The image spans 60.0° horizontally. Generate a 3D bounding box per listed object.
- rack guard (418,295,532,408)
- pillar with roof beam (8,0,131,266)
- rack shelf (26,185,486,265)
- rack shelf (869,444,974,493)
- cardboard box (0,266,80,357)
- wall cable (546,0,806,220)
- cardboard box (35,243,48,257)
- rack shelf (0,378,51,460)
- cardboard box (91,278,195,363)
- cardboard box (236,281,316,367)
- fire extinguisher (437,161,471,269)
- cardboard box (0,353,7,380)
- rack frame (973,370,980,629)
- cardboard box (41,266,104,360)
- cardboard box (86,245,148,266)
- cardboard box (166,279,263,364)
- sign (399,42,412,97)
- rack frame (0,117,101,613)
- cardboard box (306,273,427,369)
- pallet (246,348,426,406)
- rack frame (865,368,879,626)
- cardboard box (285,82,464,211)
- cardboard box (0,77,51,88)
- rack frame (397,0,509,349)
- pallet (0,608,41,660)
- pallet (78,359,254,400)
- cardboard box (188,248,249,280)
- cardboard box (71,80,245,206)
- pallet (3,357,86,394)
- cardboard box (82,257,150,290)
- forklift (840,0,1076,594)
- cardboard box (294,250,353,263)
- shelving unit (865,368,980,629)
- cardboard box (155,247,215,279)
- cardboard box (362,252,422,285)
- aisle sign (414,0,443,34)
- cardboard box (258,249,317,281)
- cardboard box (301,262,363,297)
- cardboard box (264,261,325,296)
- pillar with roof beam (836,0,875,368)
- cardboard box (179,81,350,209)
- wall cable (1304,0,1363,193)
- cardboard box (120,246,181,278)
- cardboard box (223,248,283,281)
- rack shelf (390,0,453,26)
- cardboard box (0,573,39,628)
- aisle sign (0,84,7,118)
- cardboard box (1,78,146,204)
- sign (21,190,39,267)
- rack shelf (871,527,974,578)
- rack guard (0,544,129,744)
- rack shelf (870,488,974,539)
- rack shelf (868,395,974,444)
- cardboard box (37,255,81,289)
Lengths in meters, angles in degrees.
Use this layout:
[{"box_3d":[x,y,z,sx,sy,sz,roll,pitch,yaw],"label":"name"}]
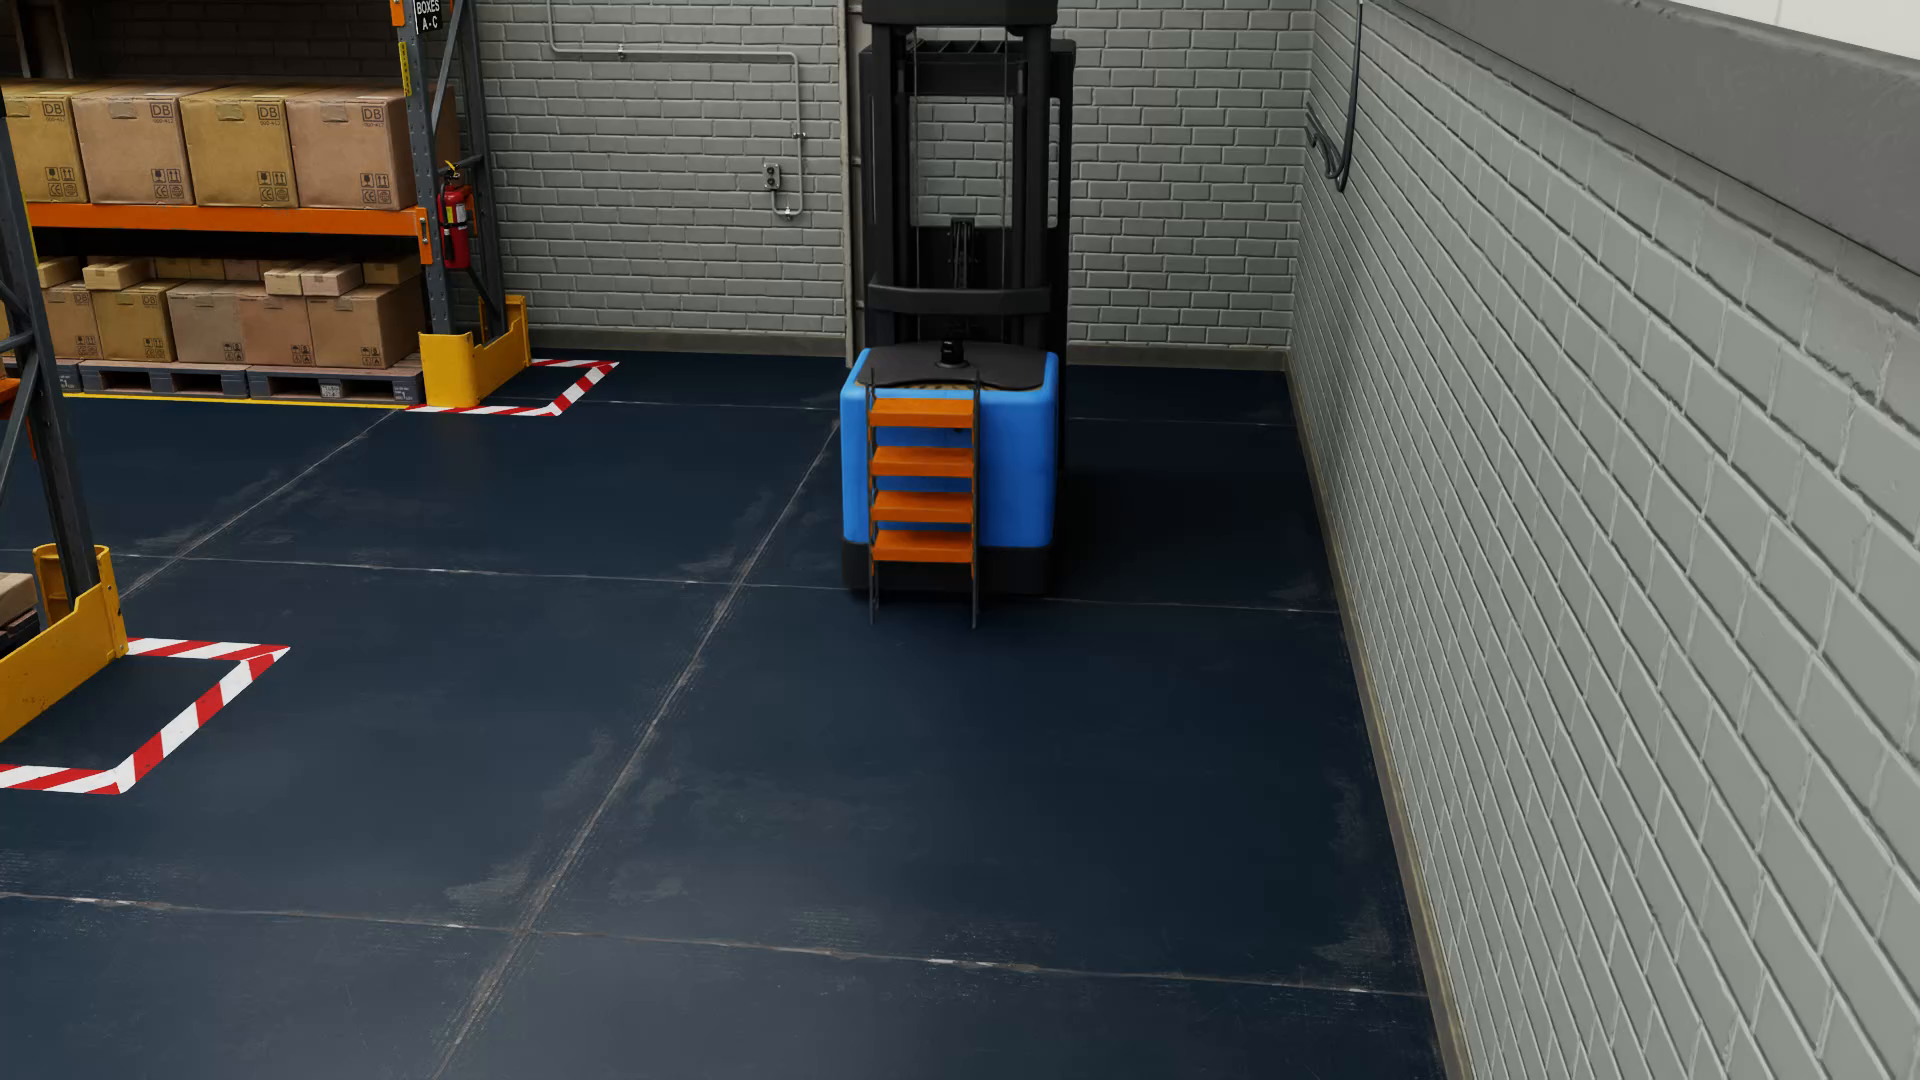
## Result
[{"box_3d":[-3.377,-1.338,11.643,0.348,0.500,1.175,2,22,6],"label":"rack guard"},{"box_3d":[-7.082,-4.178,7.268,0.400,9.000,9.100,2,22,6],"label":"pillar with roof beam"},{"box_3d":[-5.387,-2.253,11.537,4.000,0.370,1.077,2,22,6],"label":"rack shelf"},{"box_3d":[-0.167,-0.335,7.727,0.480,0.148,0.258,1,21,4],"label":"rack shelf"},{"box_3d":[-6.642,-1.637,11.830,0.500,0.500,0.700,3,22,7],"label":"cardboard box"},{"box_3d":[-2.018,-3.264,11.733,1.851,1.984,0.084,2,22,6],"label":"wall cable"},{"box_3d":[-6.763,-2.018,11.910,0.250,0.149,0.380,2,22,6],"label":"cardboard box"},{"box_3d":[-5.966,-0.444,6.962,4.000,0.370,1.077,2,22,6],"label":"rack shelf"},{"box_3d":[-5.634,-1.591,11.714,0.500,0.500,0.700,3,22,8],"label":"cardboard box"},{"box_3d":[-4.604,-1.549,11.608,0.500,0.500,0.700,2,22,6],"label":"cardboard box"},{"box_3d":[-3.305,-2.117,10.826,0.183,0.674,0.296,2,22,6],"label":"fire extinguisher"},{"box_3d":[-4.389,-0.854,6.885,0.500,0.500,0.500,3,22,7],"label":"cardboard box"},{"box_3d":[0.076,-0.183,7.768,0.015,1.200,0.240,1,21,4],"label":"rack frame"},{"box_3d":[-6.144,-1.614,11.772,0.500,0.500,0.700,2,22,6],"label":"cardboard box"},{"box_3d":[-5.977,-1.984,11.826,0.250,0.149,0.380,2,22,5],"label":"cardboard box"},{"box_3d":[-5.104,-1.571,11.662,0.500,0.500,0.700,2,22,5],"label":"cardboard box"},{"box_3d":[-3.478,-2.952,10.430,0.005,0.325,0.100,2,22,6],"label":"sign"},{"box_3d":[-3.980,-0.692,6.611,0.127,3.000,1.000,2,22,6],"label":"rack frame"},{"box_3d":[-4.107,-1.528,11.553,0.500,0.500,0.700,2,22,6],"label":"cardboard box"},{"box_3d":[-4.204,-1.210,11.714,1.213,0.211,1.003,2,22,6],"label":"pallet"},{"box_3d":[-0.411,-0.195,7.800,0.015,1.200,0.240,1,21,4],"label":"rack frame"},{"box_3d":[-3.908,-2.659,11.178,0.700,0.700,0.980,3,22,9],"label":"cardboard box"},{"box_3d":[-6.836,-2.784,11.495,0.700,0.700,0.980,3,22,7],"label":"cardboard box"},{"box_3d":[-3.400,-2.501,11.186,0.127,3.000,1.000,2,22,6],"label":"rack frame"},{"box_3d":[-4.847,0.567,7.219,1.213,0.211,1.003,2,22,6],"label":"pallet"},{"box_3d":[-5.412,-1.264,11.850,1.213,0.211,1.003,2,22,6],"label":"pallet"},{"box_3d":[-5.219,-1.951,11.742,0.250,0.149,0.380,3,22,7],"label":"cardboard box"},{"box_3d":[-5.388,-2.723,11.339,0.700,0.700,0.980,1,22,4],"label":"cardboard box"},{"box_3d":[-6.627,-1.316,11.981,1.213,0.211,1.003,2,22,6],"label":"pallet"},{"box_3d":[-5.805,-1.835,11.448,0.250,0.149,0.380,2,22,5],"label":"cardboard box"},{"box_3d":[0.051,-1.599,8.997,1.130,2.935,3.031,2,22,4],"label":"forklift"},{"box_3d":[-4.463,-1.919,11.659,0.250,0.149,0.380,3,22,6],"label":"cardboard box"},{"box_3d":[-0.167,-0.189,7.784,0.503,1.200,0.258,1,21,4],"label":"shelving unit"},{"box_3d":[-5.470,-1.962,11.770,0.250,0.149,0.380,2,22,5],"label":"cardboard box"},{"box_3d":[-3.960,-1.897,11.605,0.250,0.149,0.380,3,22,7],"label":"cardboard box"},{"box_3d":[-3.364,-3.597,10.423,0.004,0.787,0.394,2,22,6],"label":"aisle sign"},{"box_3d":[-4.711,-1.930,11.687,0.250,0.149,0.380,3,22,7],"label":"cardboard box"},{"box_3d":[-4.256,-1.768,11.279,0.250,0.149,0.380,2,22,6],"label":"cardboard box"},{"box_3d":[-4.510,-1.779,11.307,0.250,0.149,0.380,3,22,8],"label":"cardboard box"},{"box_3d":[-1.124,-3.918,6.611,0.400,9.000,9.100,2,22,6],"label":"pillar with roof beam"},{"box_3d":[-4.632,-2.686,11.247,0.700,0.700,0.980,2,22,6],"label":"cardboard box"},{"box_3d":[2.174,-3.472,9.705,0.112,2.526,3.097,2,22,6],"label":"wall cable"},{"box_3d":[-5.727,-1.973,11.797,0.250,0.149,0.380,3,22,7],"label":"cardboard box"},{"box_3d":[-4.964,-1.940,11.714,0.250,0.149,0.380,3,22,7],"label":"cardboard box"},{"box_3d":[-5.387,-3.648,10.986,4.000,0.370,1.077,2,22,6],"label":"rack shelf"},{"box_3d":[-4.355,0.285,7.418,0.250,0.149,0.380,2,22,6],"label":"cardboard box"},{"box_3d":[-3.877,-2.006,6.397,0.004,0.787,0.394,2,22,6],"label":"aisle sign"},{"box_3d":[-6.112,-2.751,11.410,0.700,0.700,0.980,2,22,5],"label":"cardboard box"},{"box_3d":[-3.916,-1.293,6.953,0.005,0.325,0.100,2,22,6],"label":"sign"},{"box_3d":[-0.168,0.059,7.881,0.480,0.148,0.258,1,21,4],"label":"rack shelf"},{"box_3d":[-4.055,0.467,7.079,0.348,0.500,1.175,2,22,6],"label":"rack guard"},{"box_3d":[-0.167,-0.126,7.809,0.480,0.148,0.258,1,21,4],"label":"rack shelf"},{"box_3d":[-0.167,-0.555,7.641,0.480,0.148,0.258,1,21,4],"label":"rack shelf"},{"box_3d":[-6.323,-1.857,11.505,0.250,0.149,0.380,3,22,8],"label":"cardboard box"}]
